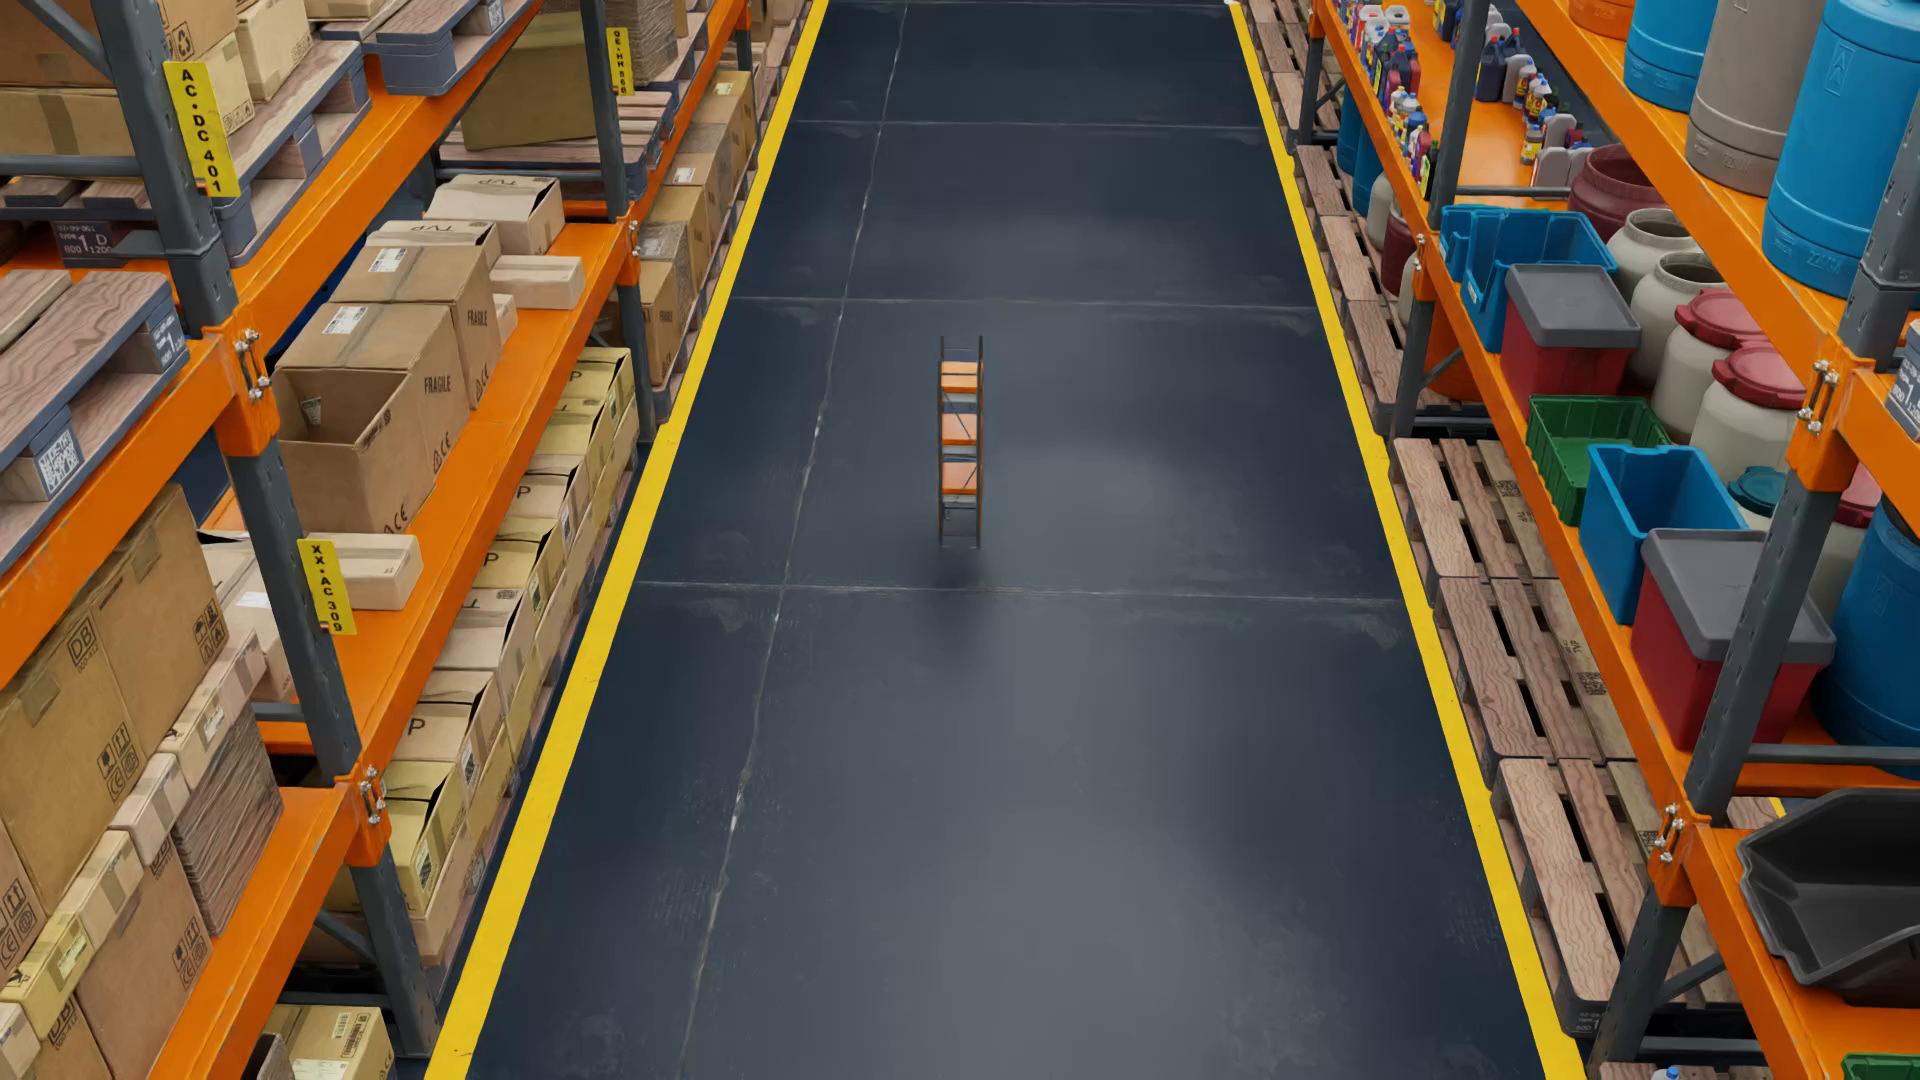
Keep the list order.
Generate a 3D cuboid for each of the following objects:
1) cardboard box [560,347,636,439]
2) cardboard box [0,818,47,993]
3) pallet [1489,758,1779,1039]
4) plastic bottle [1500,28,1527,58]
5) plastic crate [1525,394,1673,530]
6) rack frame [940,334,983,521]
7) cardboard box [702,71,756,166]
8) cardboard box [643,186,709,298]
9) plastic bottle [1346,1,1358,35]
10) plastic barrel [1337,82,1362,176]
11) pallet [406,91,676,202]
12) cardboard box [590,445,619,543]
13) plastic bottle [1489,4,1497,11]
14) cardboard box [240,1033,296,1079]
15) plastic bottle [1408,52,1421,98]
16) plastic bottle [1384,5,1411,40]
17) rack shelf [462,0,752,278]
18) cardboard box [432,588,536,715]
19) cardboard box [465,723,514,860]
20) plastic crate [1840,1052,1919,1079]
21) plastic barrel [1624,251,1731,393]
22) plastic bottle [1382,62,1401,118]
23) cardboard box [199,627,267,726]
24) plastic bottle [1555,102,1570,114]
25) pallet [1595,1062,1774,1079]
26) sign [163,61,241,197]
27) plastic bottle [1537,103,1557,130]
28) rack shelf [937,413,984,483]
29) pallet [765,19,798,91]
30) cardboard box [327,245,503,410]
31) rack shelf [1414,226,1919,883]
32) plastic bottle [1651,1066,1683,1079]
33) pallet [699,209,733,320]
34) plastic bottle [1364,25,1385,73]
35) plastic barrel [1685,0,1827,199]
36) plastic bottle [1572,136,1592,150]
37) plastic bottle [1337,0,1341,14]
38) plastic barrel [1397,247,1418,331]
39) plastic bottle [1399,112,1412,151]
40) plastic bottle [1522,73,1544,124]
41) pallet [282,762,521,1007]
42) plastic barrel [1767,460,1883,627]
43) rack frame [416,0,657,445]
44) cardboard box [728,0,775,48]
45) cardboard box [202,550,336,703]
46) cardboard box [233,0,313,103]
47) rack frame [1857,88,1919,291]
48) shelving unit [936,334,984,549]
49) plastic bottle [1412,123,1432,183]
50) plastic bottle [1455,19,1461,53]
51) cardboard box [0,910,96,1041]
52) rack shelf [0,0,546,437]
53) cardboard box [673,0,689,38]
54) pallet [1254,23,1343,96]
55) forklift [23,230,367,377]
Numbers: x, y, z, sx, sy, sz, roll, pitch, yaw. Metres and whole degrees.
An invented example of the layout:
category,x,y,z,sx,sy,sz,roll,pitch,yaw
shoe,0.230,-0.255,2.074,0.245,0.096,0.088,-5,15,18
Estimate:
category,x,y,z,sx,sy,sz,roll,pitch,yaw
cardboard box,-1.930,-0.760,8.261,0.500,0.311,0.500,2,35,3
cardboard box,-2.367,0.769,3.332,0.700,0.500,0.500,1,35,2
pallet,2.626,1.313,6.198,1.003,0.211,1.213,1,35,2
plastic bottle,3.200,-2.784,9.645,0.144,0.351,0.185,1,35,2
plastic crate,2.421,-0.296,6.247,0.450,0.188,0.662,1,35,2
rack frame,0.007,-0.530,8.092,0.200,1.050,0.008,1,35,2
cardboard box,-1.728,-2.956,11.639,0.500,0.500,0.500,1,35,2
cardboard box,-1.811,-1.792,9.982,0.500,0.500,0.500,1,35,1
plastic bottle,2.505,-3.302,10.512,0.097,0.201,0.097,0,35,0
plastic barrel,2.916,-2.973,11.332,0.600,0.901,0.708,1,35,2
pallet,-2.198,-2.103,8.801,1.213,0.211,1.003,1,35,2
cardboard box,-1.950,-0.233,7.999,0.500,0.250,0.500,1,35,1
plastic bottle,3.227,-3.188,10.285,0.152,0.276,0.135,1,35,2
cardboard box,-2.148,1.712,4.579,0.500,0.500,0.500,1,35,2
plastic bottle,2.581,-2.628,9.482,0.061,0.283,0.133,1,35,2
plastic bottle,2.670,-3.129,10.201,0.152,0.276,0.135,1,35,2
rack shelf,-2.075,-2.645,10.031,1.077,0.370,4.000,1,35,2
cardboard box,-2.005,0.415,6.590,0.500,0.311,0.500,0,35,0
cardboard box,-2.030,0.941,6.328,0.500,0.250,0.500,2,35,3
plastic crate,2.297,1.484,3.714,0.450,0.188,0.662,1,35,2
plastic barrel,2.949,-0.882,6.799,0.421,0.512,0.421,0,35,0
plastic bottle,2.430,-2.525,9.336,0.061,0.283,0.133,1,35,2
cardboard box,-2.113,0.362,4.475,0.380,0.149,0.250,1,35,2
plastic bottle,3.204,-2.209,8.886,0.061,0.283,0.133,1,35,2
pallet,2.565,2.150,5.007,1.003,0.211,1.213,1,35,2
sign,-1.761,-0.952,3.868,0.100,0.325,0.005,1,35,2
plastic bottle,3.124,-2.196,8.878,0.097,0.271,0.097,0,35,0
rack shelf,0.002,-0.452,7.998,0.215,0.259,0.240,1,35,2
pallet,-1.920,-4.045,13.822,1.003,0.211,1.213,1,35,2
cardboard box,-2.206,-0.867,6.788,0.500,0.500,0.500,0,35,-1
rack shelf,2.714,-0.231,6.595,1.077,0.370,4.000,1,35,2
plastic bottle,2.182,1.733,5.165,0.097,0.271,0.097,0,35,0
pallet,-2.036,-1.777,10.595,1.003,0.211,1.213,1,35,2
plastic bottle,2.477,-2.931,9.924,0.097,0.271,0.097,0,35,0
plastic barrel,2.463,-1.481,4.704,0.600,0.901,0.600,0,35,0
plastic bottle,3.166,-1.929,8.497,0.097,0.271,0.097,0,35,0
plastic bottle,2.522,-3.547,10.861,0.097,0.201,0.097,0,35,0
plastic barrel,2.730,-1.436,9.483,0.421,0.512,0.421,0,35,0
plastic bottle,2.428,-2.201,8.946,0.097,0.201,0.097,0,35,0
plastic bottle,3.203,-2.460,9.253,0.097,0.271,0.097,0,35,0
pallet,-2.325,1.224,6.325,1.003,0.211,1.213,1,35,2
plastic barrel,2.891,0.024,5.489,0.433,0.535,0.433,0,35,0
rack frame,-2.155,-1.791,8.189,1.000,3.000,0.127,1,35,2
cardboard box,-1.924,-4.327,13.586,0.797,0.503,0.637,1,35,2
cardboard box,-2.340,0.285,5.366,0.500,0.250,0.500,3,35,5
cardboard box,-2.262,-1.500,4.932,0.500,0.250,0.500,-2,35,-3
rack frame,2.633,-1.830,3.028,1.000,3.000,0.127,1,35,2
shelving unit,0.002,-0.460,7.992,0.215,1.050,0.252,1,35,2
plastic bottle,2.393,-2.001,8.590,0.061,0.283,0.133,1,35,2
plastic bottle,3.096,-3.101,10.165,0.097,0.271,0.097,0,35,0
cardboard box,-2.155,0.947,3.643,0.380,0.149,0.250,1,35,2
rack shelf,-2.236,-1.574,5.899,1.077,0.370,4.000,1,35,2
cardboard box,-2.004,-3.285,9.863,0.700,0.500,0.500,-7,36,-10
pallet,2.992,-3.957,13.697,1.003,0.211,1.213,1,35,2
forklift,-4.979,-2.553,9.333,3.031,2.935,1.130,15,38,20
